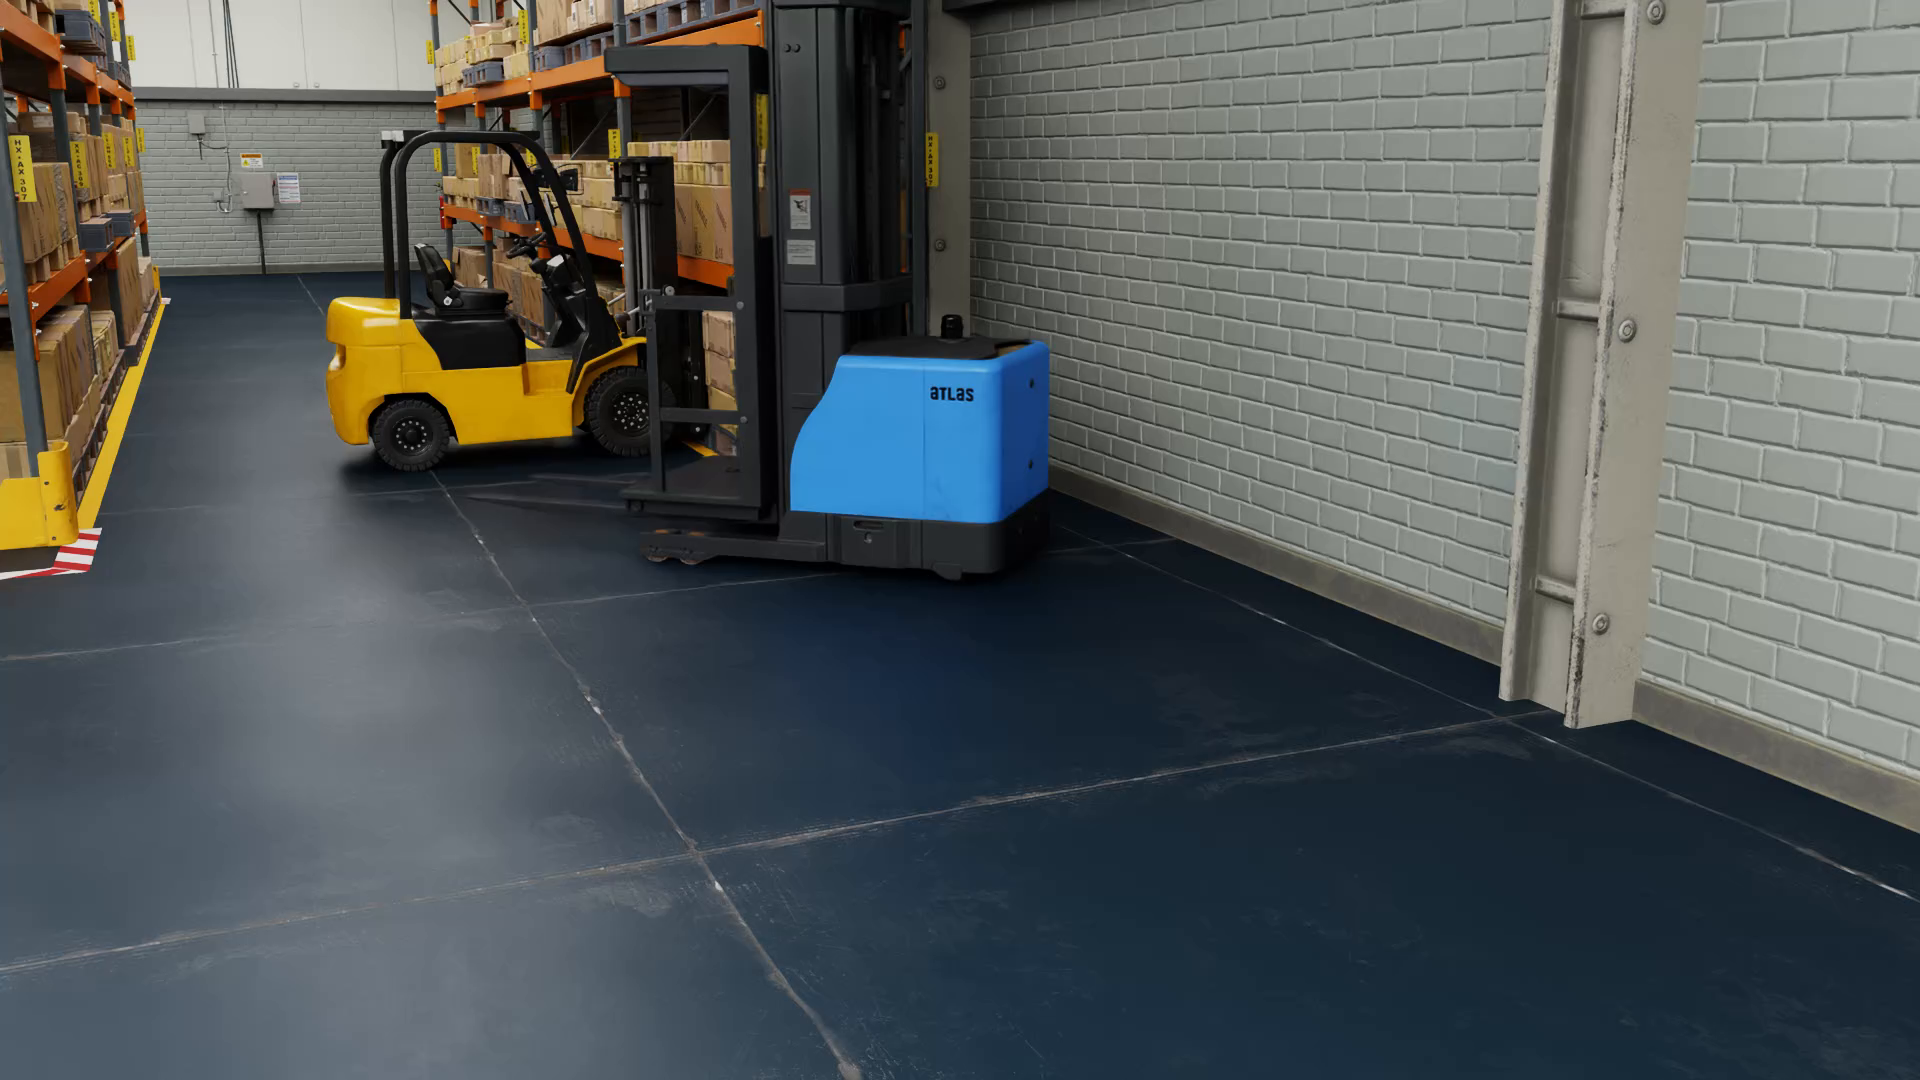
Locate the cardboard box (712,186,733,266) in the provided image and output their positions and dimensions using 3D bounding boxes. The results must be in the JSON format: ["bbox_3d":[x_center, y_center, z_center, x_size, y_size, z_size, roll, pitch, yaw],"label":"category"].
[{"bbox_3d":[-1.330,-2.089,11.022,0.500,0.500,0.500,-5,14,-21],"label":"cardboard box"}]

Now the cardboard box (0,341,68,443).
[{"bbox_3d":[-5.320,-0.832,9.316,0.500,0.500,0.500,-6,14,-25],"label":"cardboard box"}]

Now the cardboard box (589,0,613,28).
[{"bbox_3d":[-2.809,-4.479,13.964,0.500,0.311,0.500,-6,14,-25],"label":"cardboard box"}]

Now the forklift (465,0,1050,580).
[{"bbox_3d":[-1.103,-1.409,8.458,3.031,2.935,1.130,4,14,17],"label":"forklift"}]

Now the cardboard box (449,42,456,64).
[{"bbox_3d":[-6.541,-6.509,22.251,0.500,0.250,0.500,-5,14,-21],"label":"cardboard box"}]

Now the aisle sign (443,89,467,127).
[{"bbox_3d":[-7.399,-6.414,24.165,0.394,0.787,0.004,-6,14,-23],"label":"aisle sign"}]

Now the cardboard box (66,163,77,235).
[{"bbox_3d":[-6.436,-2.356,11.515,0.500,0.500,0.500,-6,14,-24],"label":"cardboard box"}]

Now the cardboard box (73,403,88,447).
[{"bbox_3d":[-5.737,-0.680,10.320,0.500,0.250,0.500,-5,14,-19],"label":"cardboard box"}]

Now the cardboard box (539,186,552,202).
[{"bbox_3d":[-3.967,-3.562,16.830,0.500,0.250,0.500,-6,14,-23],"label":"cardboard box"}]

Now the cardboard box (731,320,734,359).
[{"bbox_3d":[-1.163,-1.273,10.669,0.500,0.250,0.500,-5,14,-21],"label":"cardboard box"}]

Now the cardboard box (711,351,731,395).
[{"bbox_3d":[-1.366,-1.140,11.200,0.500,0.250,0.500,-6,14,-24],"label":"cardboard box"}]

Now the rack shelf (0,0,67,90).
[{"bbox_3d":[-6.041,-2.929,9.817,1.077,0.370,4.000,-6,14,-23],"label":"rack shelf"}]

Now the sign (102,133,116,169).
[{"bbox_3d":[-7.951,-3.634,15.529,0.100,0.325,0.005,-6,14,-23],"label":"sign"}]

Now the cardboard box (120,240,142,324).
[{"bbox_3d":[-9.356,-2.747,17.867,0.875,0.875,0.875,-5,14,-21],"label":"cardboard box"}]

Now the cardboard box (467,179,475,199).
[{"bbox_3d":[-6.142,-4.591,21.725,0.500,0.250,0.500,-6,14,-23],"label":"cardboard box"}]

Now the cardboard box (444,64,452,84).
[{"bbox_3d":[-6.759,-6.367,22.747,0.500,0.250,0.500,-6,14,-25],"label":"cardboard box"}]

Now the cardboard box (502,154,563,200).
[{"bbox_3d":[-4.721,-4.083,18.697,0.797,0.503,0.637,-6,14,-24],"label":"cardboard box"}]

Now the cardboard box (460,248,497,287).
[{"bbox_3d":[-6.638,-3.832,23.385,0.700,0.500,0.500,-5,14,-21],"label":"cardboard box"}]

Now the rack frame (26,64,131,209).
[{"bbox_3d":[-10.047,-3.884,19.001,1.000,3.000,0.127,-6,14,-23],"label":"rack frame"}]

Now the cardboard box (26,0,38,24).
[{"bbox_3d":[-6.037,-3.319,10.463,0.380,0.149,0.250,-5,14,-21],"label":"cardboard box"}]

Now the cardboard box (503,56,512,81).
[{"bbox_3d":[-4.728,-5.187,18.308,0.500,0.250,0.500,-6,14,-23],"label":"cardboard box"}]

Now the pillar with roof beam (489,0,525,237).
[{"bbox_3d":[-11.301,-8.332,24.914,9.100,9.000,0.400,-6,14,-23],"label":"pillar with roof beam"}]

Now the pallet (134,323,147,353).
[{"bbox_3d":[-9.176,-2.121,17.565,1.003,0.211,1.213,-6,14,-23],"label":"pallet"}]

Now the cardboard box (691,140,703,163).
[{"bbox_3d":[-1.633,-2.674,11.449,0.380,0.149,0.250,-5,14,-22],"label":"cardboard box"}]

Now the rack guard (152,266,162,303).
[{"bbox_3d":[-11.659,-3.498,22.875,1.175,0.500,0.348,-6,14,-23],"label":"rack guard"}]

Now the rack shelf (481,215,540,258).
[{"bbox_3d":[-4.699,-3.570,19.237,1.077,0.370,4.000,-6,14,-23],"label":"rack shelf"}]

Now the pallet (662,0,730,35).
[{"bbox_3d":[-1.445,-3.673,11.633,1.003,0.211,1.213,-6,14,-23],"label":"pallet"}]

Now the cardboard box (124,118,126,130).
[{"bbox_3d":[-10.528,-5.141,20.554,0.380,0.149,0.250,-6,14,-23],"label":"cardboard box"}]

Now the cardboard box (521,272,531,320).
[{"bbox_3d":[-4.667,-2.774,18.816,0.500,0.500,0.500,-5,14,-21],"label":"cardboard box"}]

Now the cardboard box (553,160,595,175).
[{"bbox_3d":[-3.805,-3.674,16.430,0.380,0.149,0.250,-5,14,-21],"label":"cardboard box"}]

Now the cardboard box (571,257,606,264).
[{"bbox_3d":[-4.249,-3.161,19.051,0.380,0.149,0.250,-6,14,-24],"label":"cardboard box"}]

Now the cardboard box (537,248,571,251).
[{"bbox_3d":[-5.089,-3.586,20.887,0.380,0.149,0.250,-6,14,-25],"label":"cardboard box"}]

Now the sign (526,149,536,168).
[{"bbox_3d":[-4.391,-3.982,17.029,0.100,0.325,0.005,-6,14,-23],"label":"sign"}]

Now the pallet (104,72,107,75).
[{"bbox_3d":[-9.634,-5.068,17.885,0.805,0.209,1.217,-6,14,-25],"label":"pallet"}]

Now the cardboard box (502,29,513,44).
[{"bbox_3d":[-4.826,-5.547,18.320,0.380,0.149,0.250,-6,14,-23],"label":"cardboard box"}]

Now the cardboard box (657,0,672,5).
[{"bbox_3d":[-1.979,-3.996,11.975,0.396,0.266,0.258,-6,14,-24],"label":"cardboard box"}]

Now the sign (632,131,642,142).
[{"bbox_3d":[-3.391,-4.122,17.460,0.100,0.325,0.005,-6,14,-23],"label":"sign"}]

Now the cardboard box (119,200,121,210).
[{"bbox_3d":[-9.037,-3.424,17.343,0.500,0.250,0.500,-6,14,-23],"label":"cardboard box"}]

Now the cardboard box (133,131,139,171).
[{"bbox_3d":[-11.001,-5.063,21.655,0.500,0.500,0.500,-6,14,-23],"label":"cardboard box"}]

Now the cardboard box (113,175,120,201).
[{"bbox_3d":[-8.815,-3.566,16.851,0.500,0.250,0.500,-6,14,-23],"label":"cardboard box"}]

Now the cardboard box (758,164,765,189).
[{"bbox_3d":[-1.089,-2.265,10.345,0.380,0.149,0.250,-5,14,-22],"label":"cardboard box"}]

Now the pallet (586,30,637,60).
[{"bbox_3d":[-2.661,-4.230,14.266,0.805,0.209,1.217,-6,14,-25],"label":"pallet"}]

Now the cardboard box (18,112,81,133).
[{"bbox_3d":[-6.706,-3.075,12.252,0.380,0.149,0.250,-6,14,-23],"label":"cardboard box"}]

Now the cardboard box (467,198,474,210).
[{"bbox_3d":[-6.318,-4.464,22.064,0.380,0.149,0.250,-6,14,-24],"label":"cardboard box"}]

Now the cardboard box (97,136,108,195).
[{"bbox_3d":[-7.790,-3.282,14.583,0.500,0.500,0.500,-6,14,-24],"label":"cardboard box"}]

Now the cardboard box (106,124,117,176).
[{"bbox_3d":[-8.819,-3.928,16.749,0.500,0.500,0.500,-5,14,-21],"label":"cardboard box"}]

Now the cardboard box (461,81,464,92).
[{"bbox_3d":[-6.391,-5.988,21.994,0.380,0.149,0.250,-5,14,-22],"label":"cardboard box"}]

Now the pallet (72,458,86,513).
[{"bbox_3d":[-5.563,-0.233,9.410,1.003,0.211,1.213,-6,14,-23],"label":"pallet"}]

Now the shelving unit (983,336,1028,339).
[{"bbox_3d":[0.207,-0.557,8.948,0.252,1.050,0.215,5,14,22],"label":"shelving unit"}]

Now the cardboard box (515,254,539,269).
[{"bbox_3d":[-5.020,-3.274,19.537,0.380,0.149,0.250,-5,14,-21],"label":"cardboard box"}]

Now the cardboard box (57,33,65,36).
[{"bbox_3d":[-7.807,-4.257,13.730,0.797,0.503,0.637,-6,14,-23],"label":"cardboard box"}]

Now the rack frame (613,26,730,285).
[{"bbox_3d":[-2.296,-2.681,13.800,1.000,3.000,0.127,-6,14,-23],"label":"rack frame"}]

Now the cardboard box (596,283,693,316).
[{"bbox_3d":[-2.819,-1.996,15.177,0.875,0.625,0.625,-6,14,-24],"label":"cardboard box"}]
